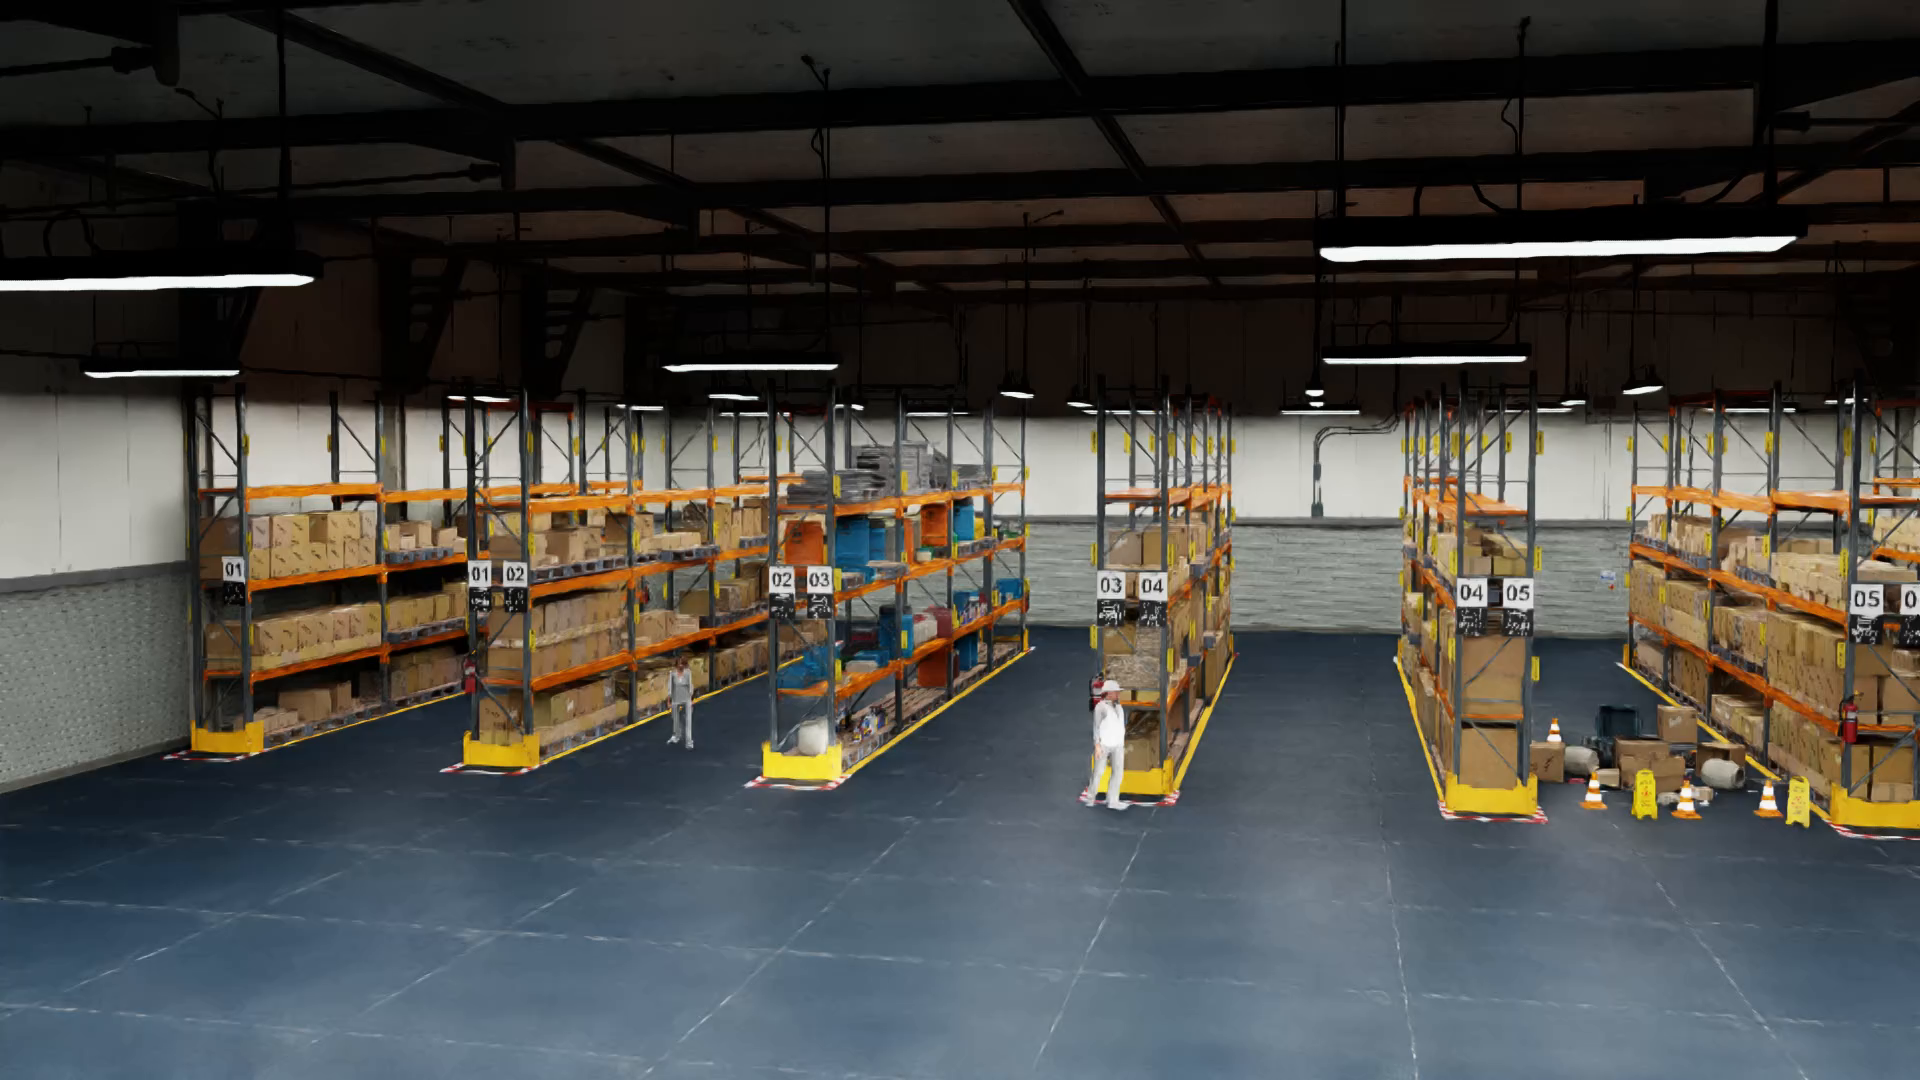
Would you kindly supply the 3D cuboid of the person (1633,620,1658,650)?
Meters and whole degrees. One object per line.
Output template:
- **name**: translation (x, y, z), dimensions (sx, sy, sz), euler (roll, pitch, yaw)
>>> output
- **person**: translation (16.499, 1.863, 39.999), dimensions (0.776, 1.730, 0.580), euler (-2, 4, -29)

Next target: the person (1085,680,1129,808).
- **person**: translation (2.040, 2.814, 23.007), dimensions (0.603, 1.769, 0.544), euler (-3, 4, -41)

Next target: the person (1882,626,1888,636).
- **person**: translation (20.710, 1.989, 37.427), dimensions (0.632, 1.764, 0.632), euler (-1, 3, -11)

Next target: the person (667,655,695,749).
- **person**: translation (-4.617, 2.658, 27.467), dimensions (0.445, 1.537, 0.881), euler (-1, 3, -10)
